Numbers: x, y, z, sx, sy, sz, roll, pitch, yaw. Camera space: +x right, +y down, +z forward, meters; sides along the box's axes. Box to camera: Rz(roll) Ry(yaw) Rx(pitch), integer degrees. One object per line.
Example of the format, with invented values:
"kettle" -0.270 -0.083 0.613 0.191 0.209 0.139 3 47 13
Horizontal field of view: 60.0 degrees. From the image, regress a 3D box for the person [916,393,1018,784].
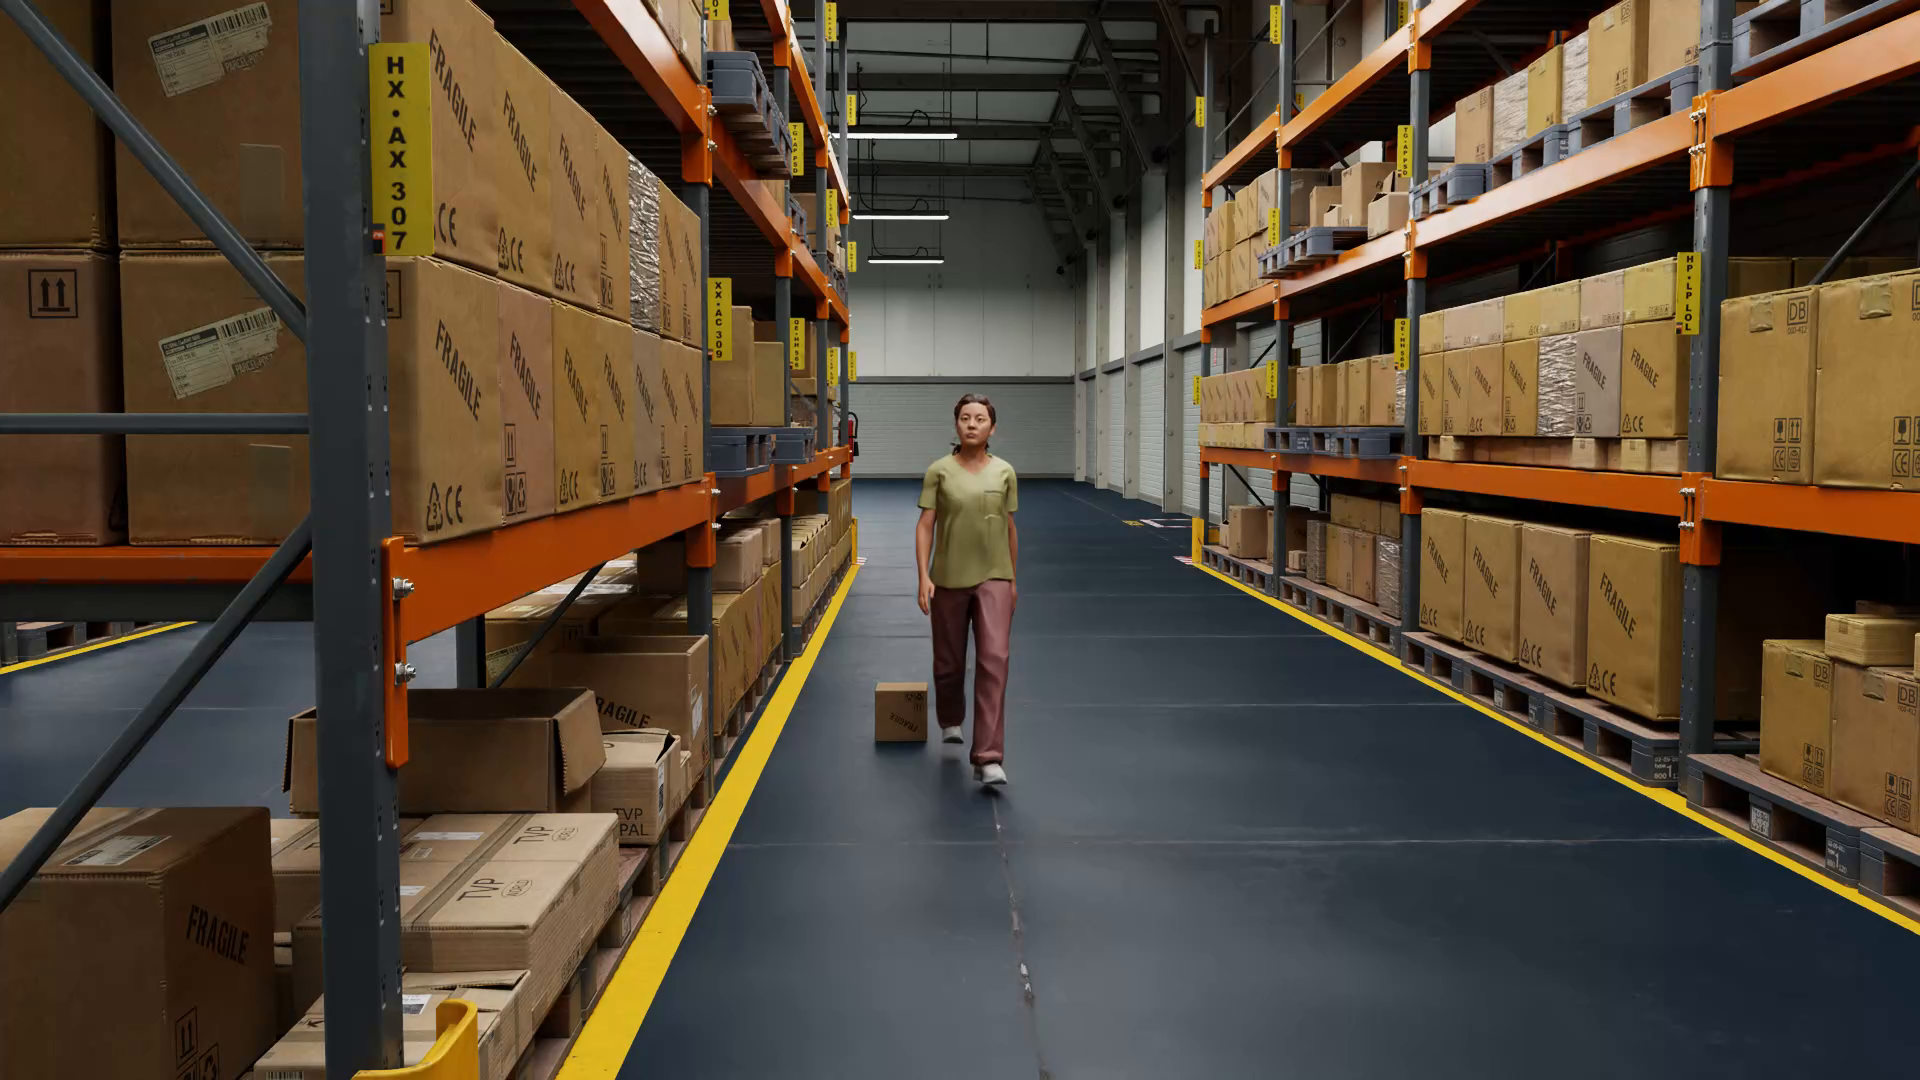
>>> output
"person" 0.032 0.186 7.175 0.446 1.633 0.958 0 4 -1
